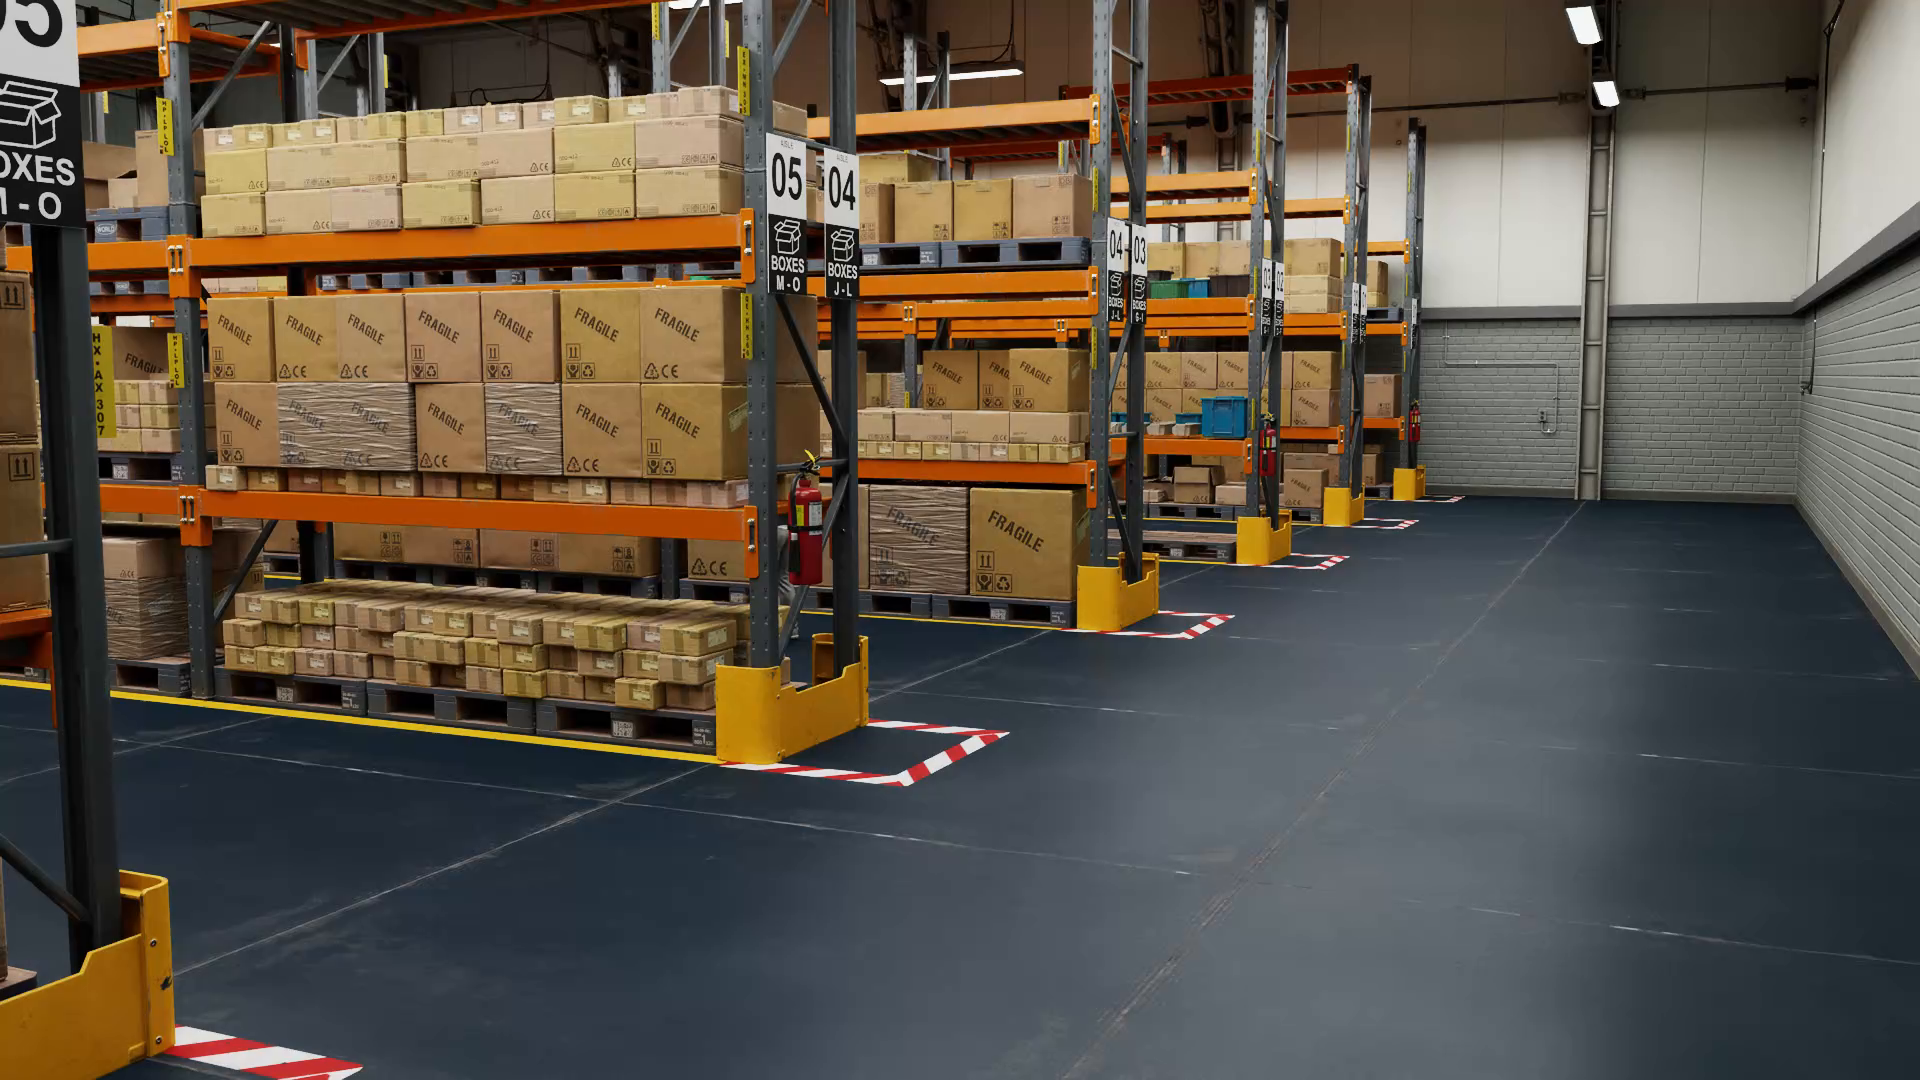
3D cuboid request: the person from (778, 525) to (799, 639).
[{"bbox_3d":[-1.392,-0.062,12.374,0.372,1.666,0.543,2,6,21],"label":"person"}]
